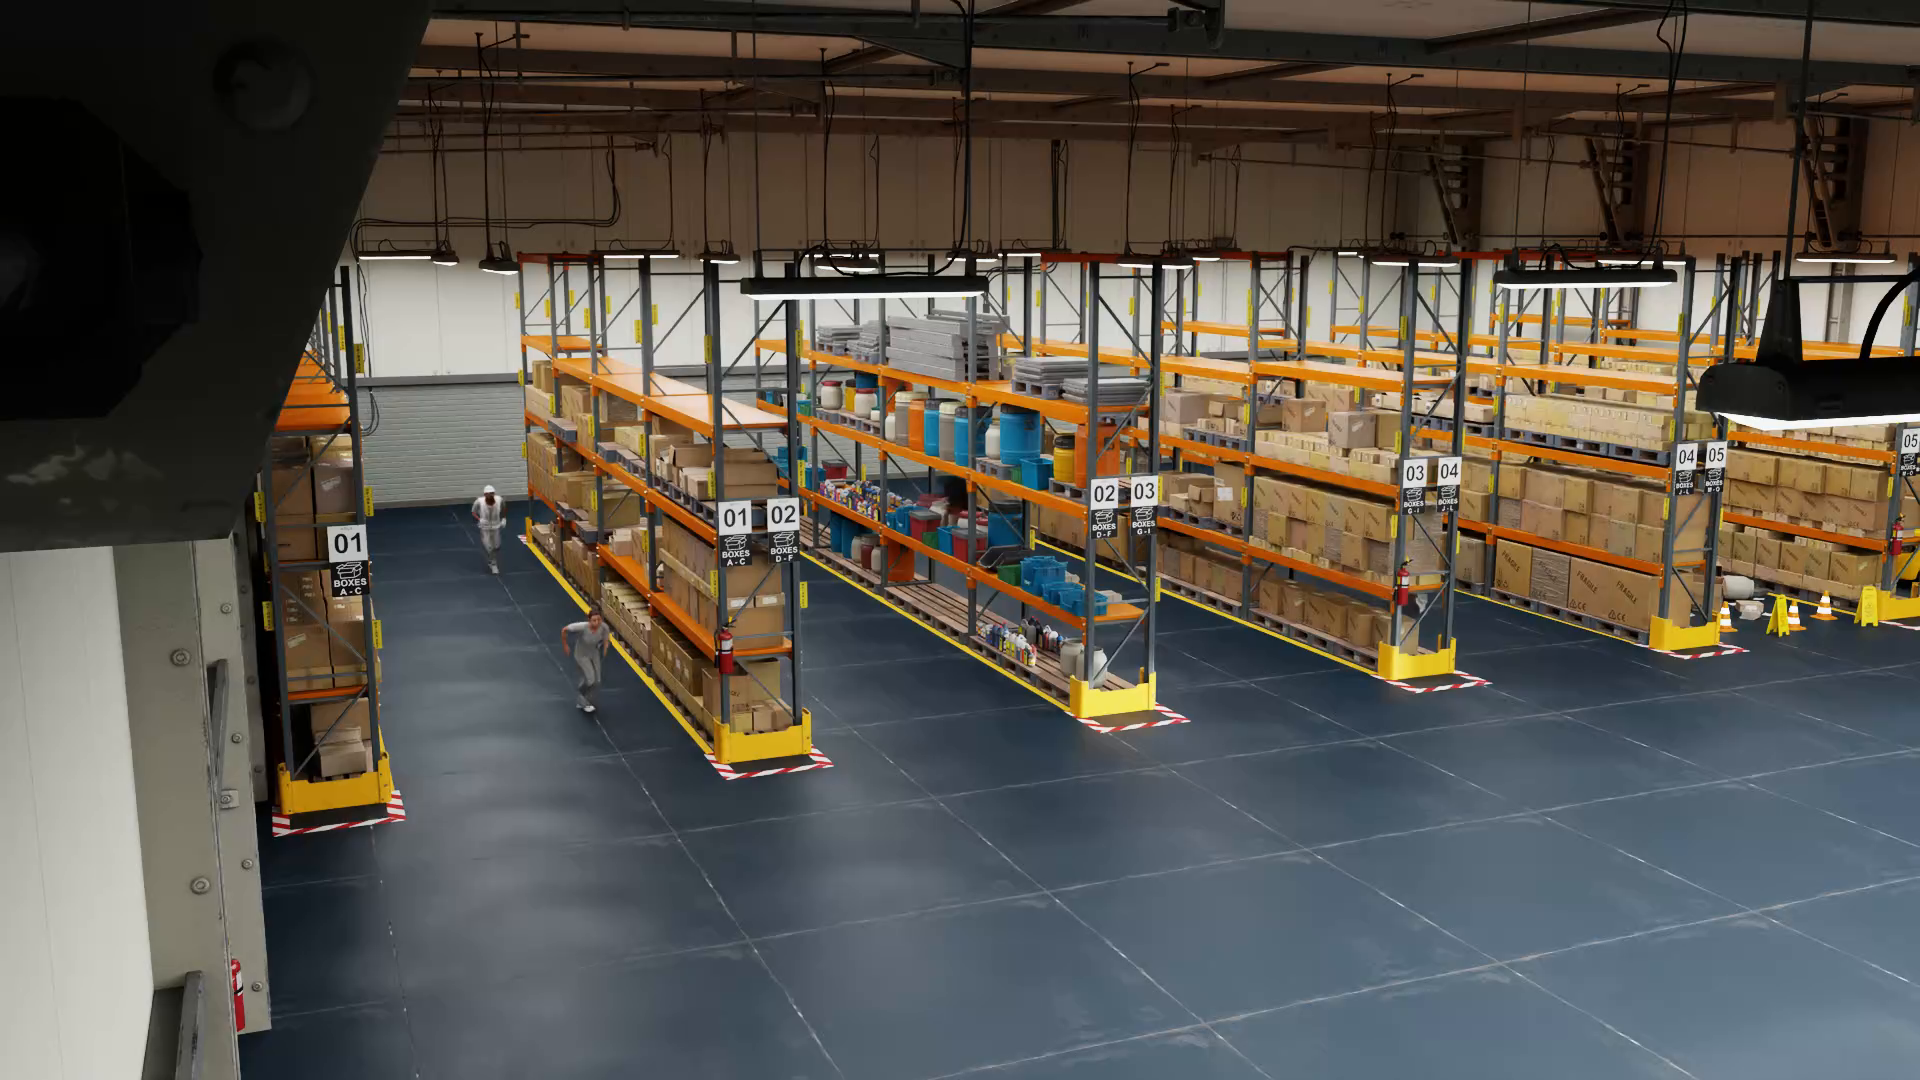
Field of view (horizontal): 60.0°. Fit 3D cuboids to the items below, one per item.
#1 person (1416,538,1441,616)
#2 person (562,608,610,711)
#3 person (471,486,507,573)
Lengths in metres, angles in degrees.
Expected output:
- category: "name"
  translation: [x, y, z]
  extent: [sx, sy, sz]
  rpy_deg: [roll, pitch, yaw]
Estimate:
- category: "person"
  translation: [7.693, 0.355, 28.305]
  extent: [0.697, 1.793, 1.035]
  rpy_deg: [-9, 14, -40]
- category: "person"
  translation: [-4.962, 1.604, 22.117]
  extent: [0.589, 1.503, 0.815]
  rpy_deg: [-7, 13, -34]
- category: "person"
  translation: [-8.933, -0.221, 31.605]
  extent: [0.676, 1.704, 0.764]
  rpy_deg: [-4, 11, -21]
